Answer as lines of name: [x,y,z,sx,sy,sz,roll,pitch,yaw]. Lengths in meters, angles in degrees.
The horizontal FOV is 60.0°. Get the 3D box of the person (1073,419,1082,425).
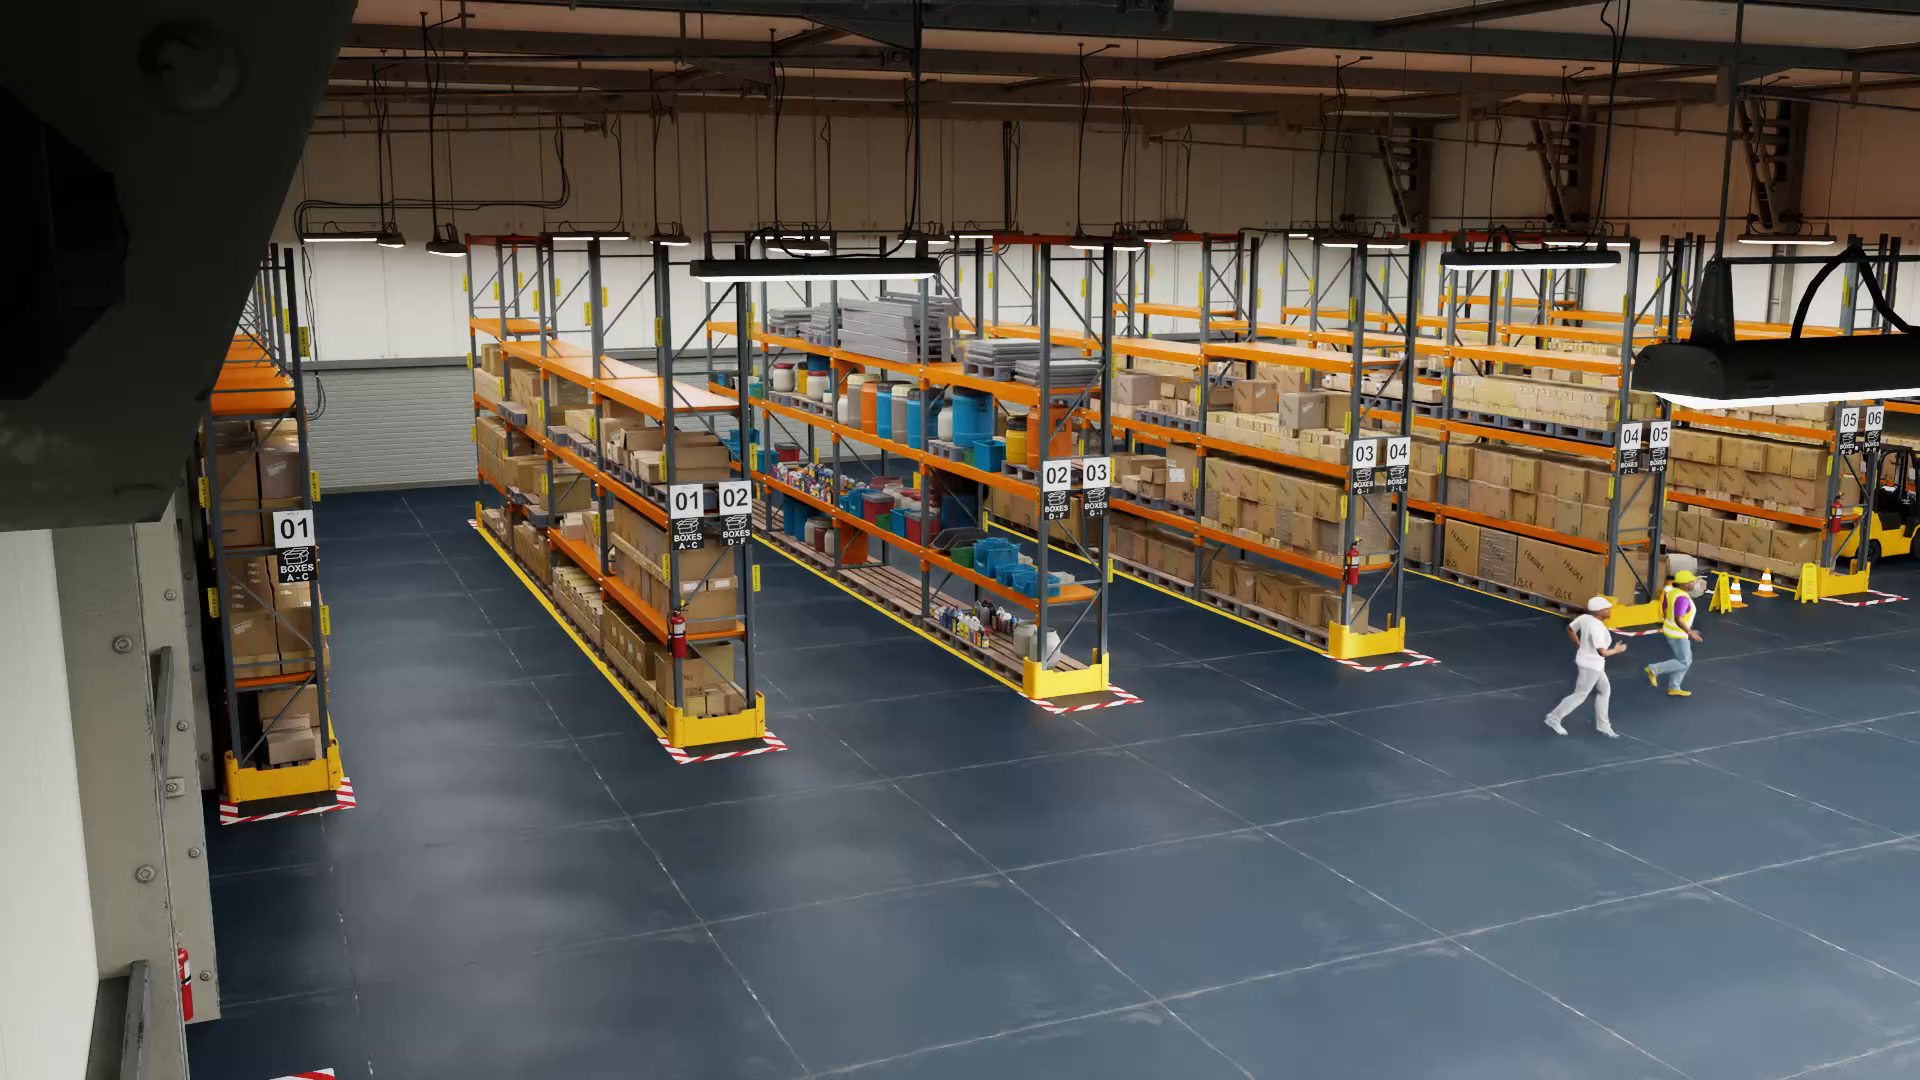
person: [2.702,-2.043,39.301,0.791,1.668,0.540,0,11,-2]

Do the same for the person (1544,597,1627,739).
person: [7.680,1.569,20.400,0.940,1.806,0.711,2,11,9]

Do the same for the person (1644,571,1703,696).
person: [9.502,1.246,22.227,0.652,1.715,0.687,2,11,9]
